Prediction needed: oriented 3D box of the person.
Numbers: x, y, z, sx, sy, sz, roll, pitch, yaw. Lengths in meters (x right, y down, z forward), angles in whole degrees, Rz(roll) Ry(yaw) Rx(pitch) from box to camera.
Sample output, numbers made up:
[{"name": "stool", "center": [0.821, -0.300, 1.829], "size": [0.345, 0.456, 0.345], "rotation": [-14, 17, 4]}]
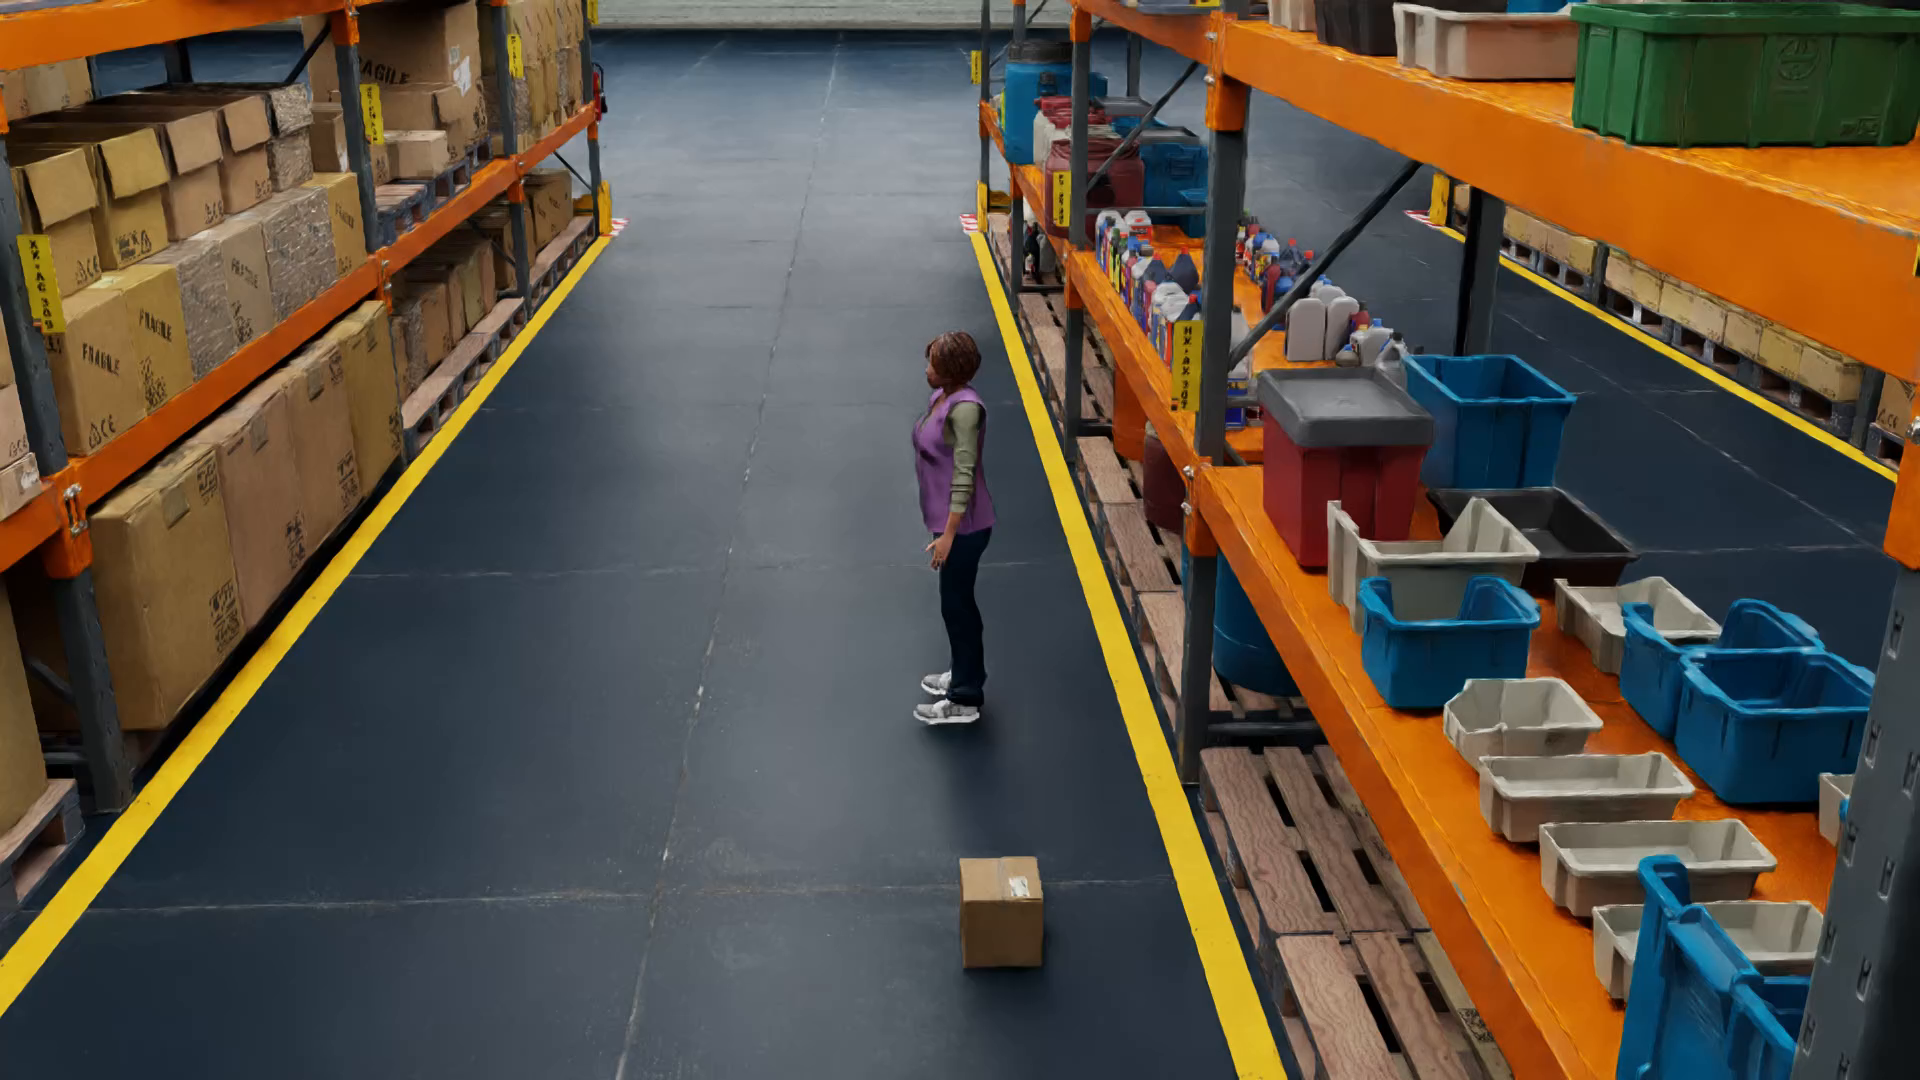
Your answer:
[{"name": "person", "center": [-0.034, -0.040, 6.649], "size": [0.345, 1.589, 0.475], "rotation": [-4, 21, -10]}]
